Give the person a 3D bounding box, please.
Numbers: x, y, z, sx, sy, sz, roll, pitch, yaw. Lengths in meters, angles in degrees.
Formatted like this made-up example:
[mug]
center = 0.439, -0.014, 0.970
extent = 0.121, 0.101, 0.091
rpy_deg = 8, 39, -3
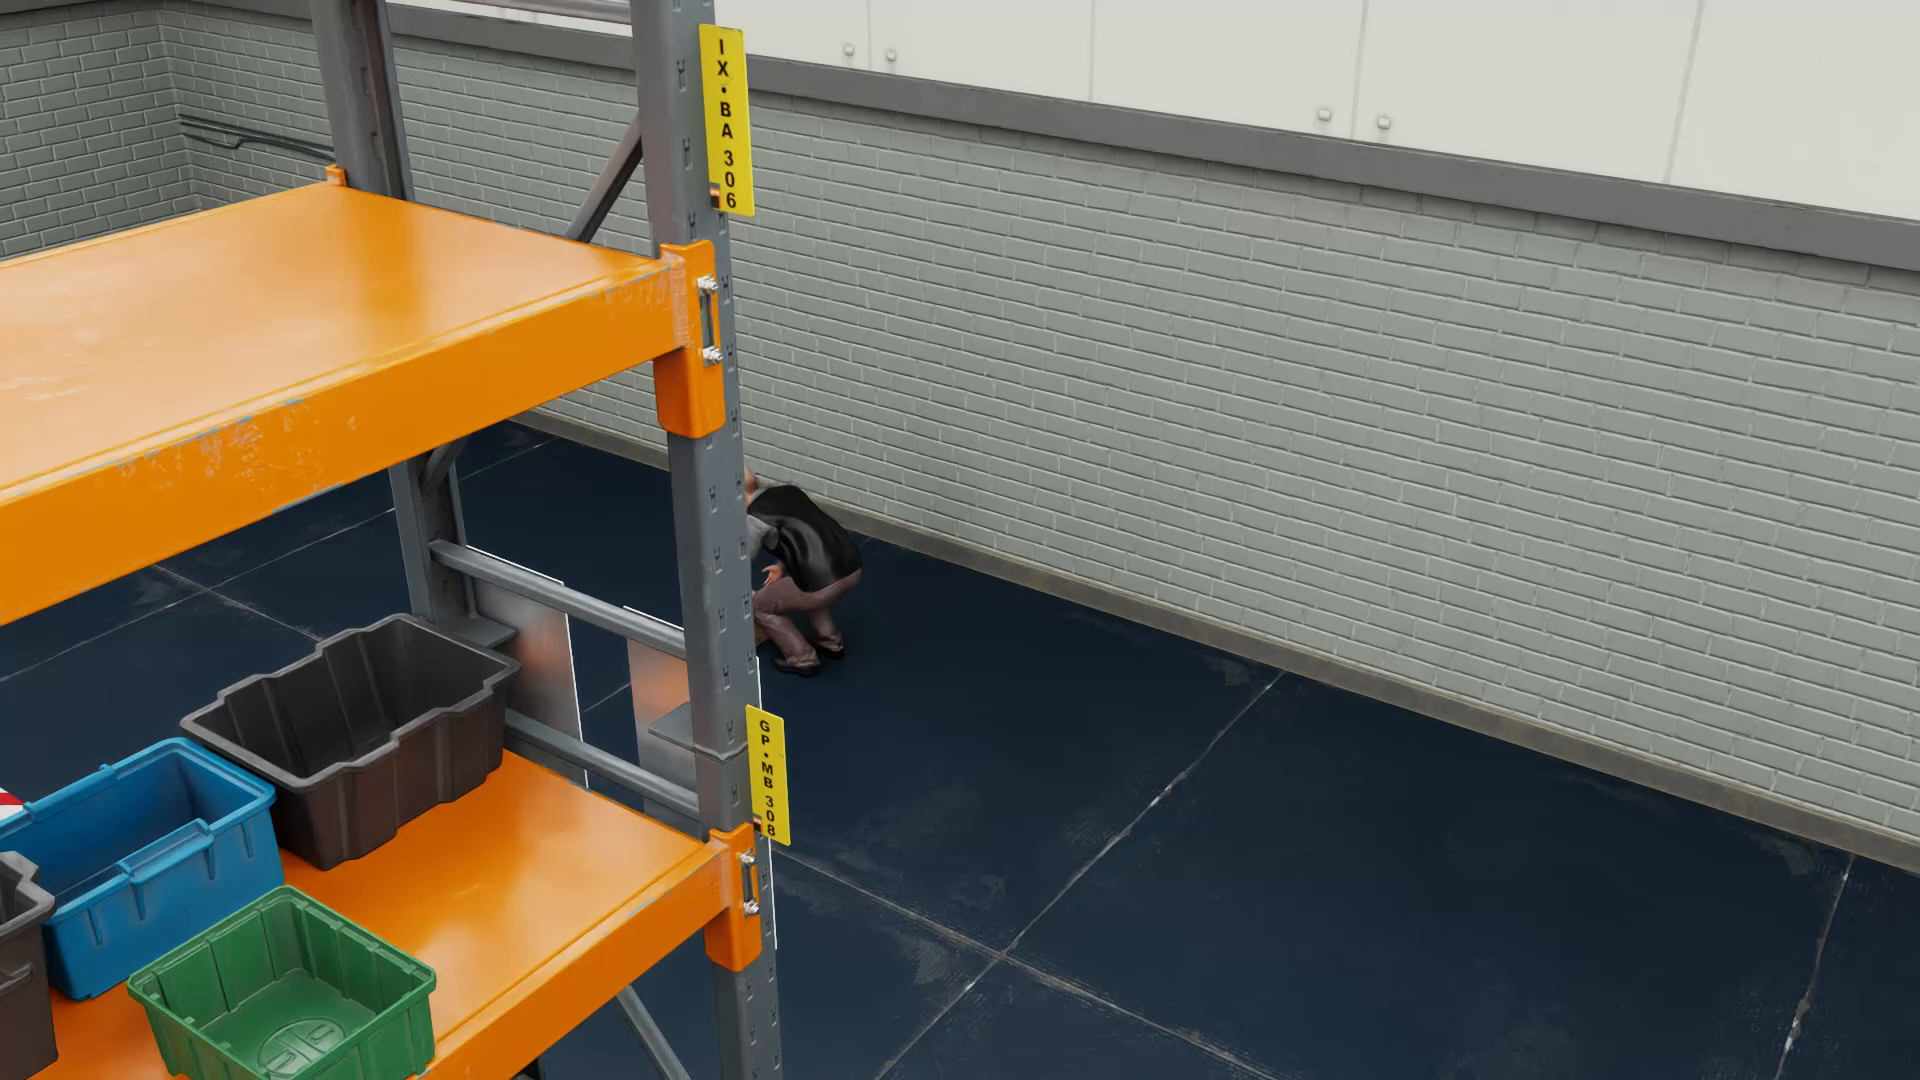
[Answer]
[person]
center = -0.972, 0.193, 9.473
extent = 0.823, 1.129, 0.568
rpy_deg = 18, 32, 31
